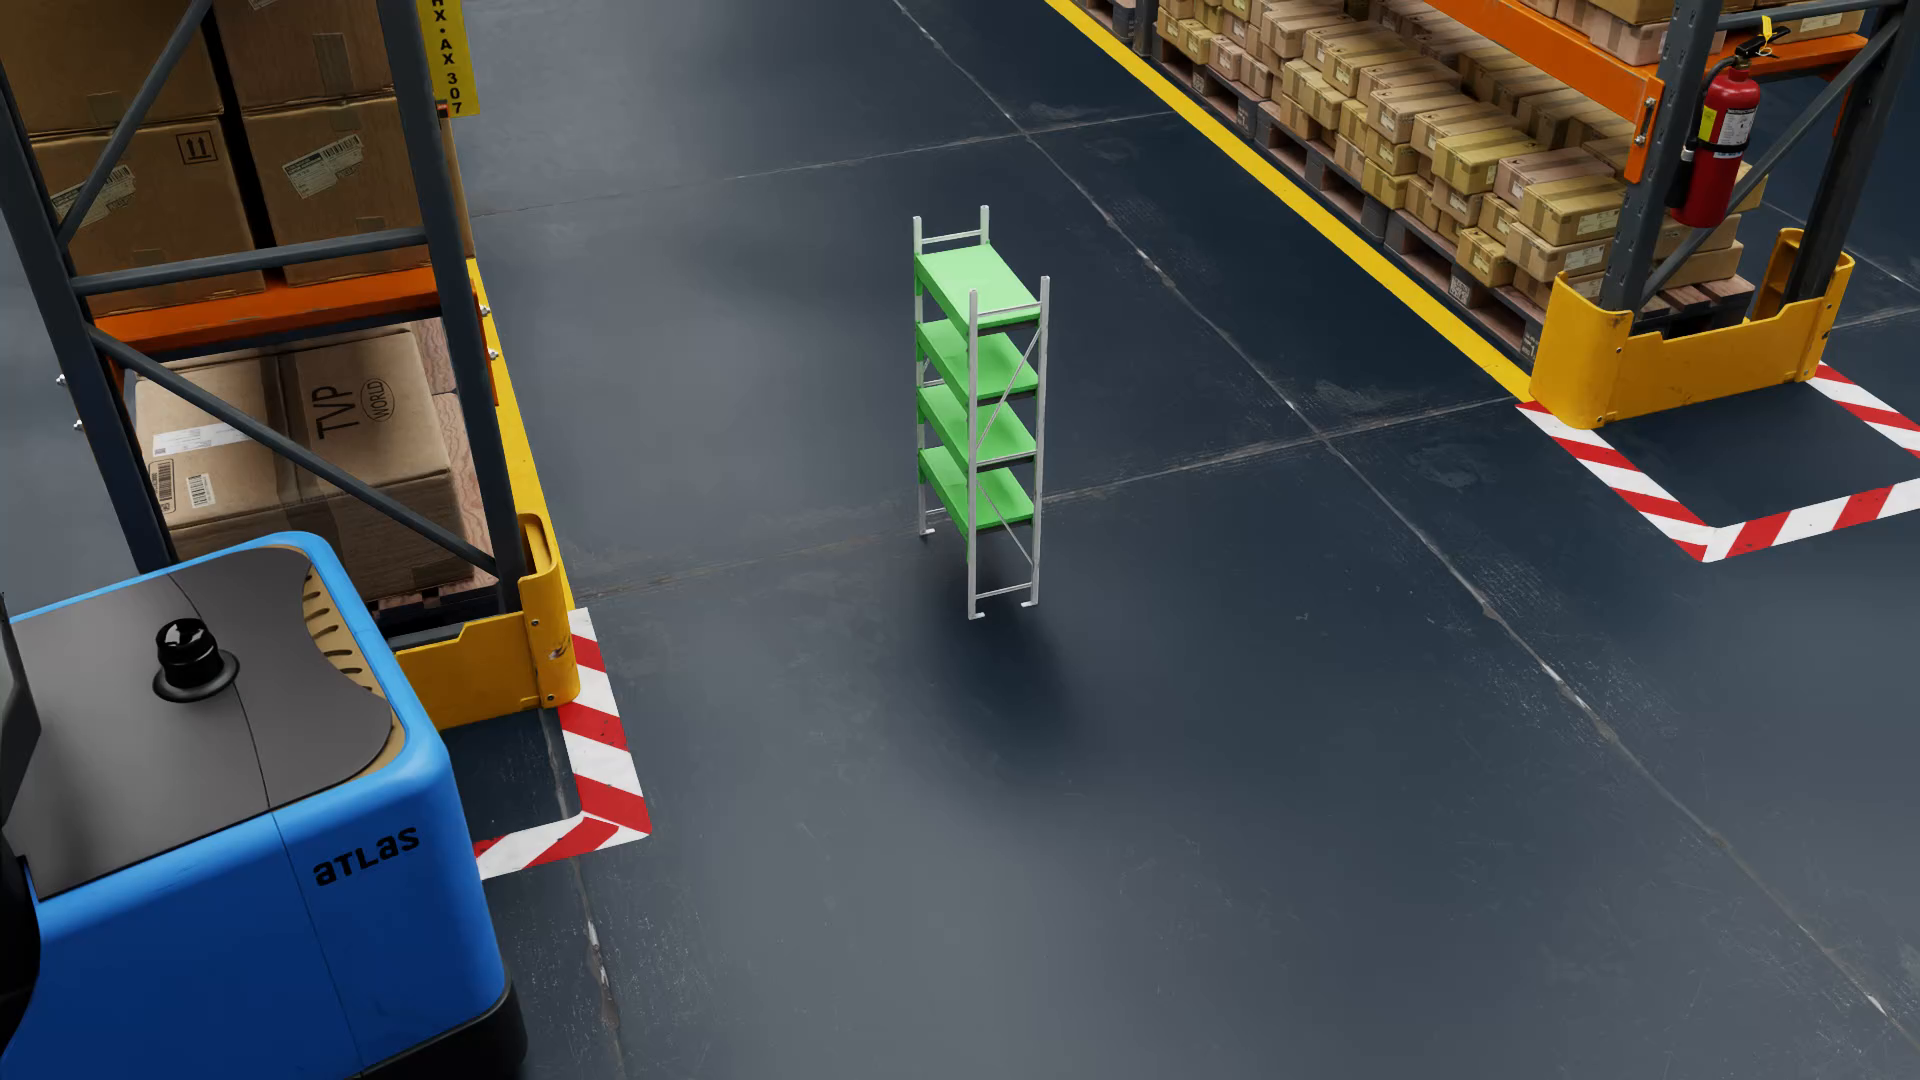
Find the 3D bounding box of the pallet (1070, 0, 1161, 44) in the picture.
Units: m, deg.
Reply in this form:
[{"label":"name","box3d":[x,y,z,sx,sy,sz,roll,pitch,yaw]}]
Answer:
[{"label":"pallet","box3d":[1.198,-3.365,10.041,1.003,0.211,1.213,-12,39,-16]}]

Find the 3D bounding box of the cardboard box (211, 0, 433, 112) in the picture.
[{"label":"cardboard box","box3d":[-1.667,-1.467,4.290,0.500,0.500,0.500,-13,39,-17]}]

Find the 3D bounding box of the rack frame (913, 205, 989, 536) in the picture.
[{"label":"rack frame","box3d":[-0.027,-0.524,5.448,0.240,1.200,0.015,-12,39,-16]}]

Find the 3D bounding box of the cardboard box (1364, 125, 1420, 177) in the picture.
[{"label":"cardboard box","box3d":[2.023,-1.749,7.352,0.380,0.149,0.250,-12,39,-15]}]

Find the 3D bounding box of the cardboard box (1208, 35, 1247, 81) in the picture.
[{"label":"cardboard box","box3d":[1.517,-2.516,8.617,0.380,0.149,0.250,-13,39,-16]}]

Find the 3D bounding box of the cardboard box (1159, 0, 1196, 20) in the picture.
[{"label":"cardboard box","box3d":[1.292,-2.916,8.901,0.380,0.149,0.250,-11,38,-14]}]

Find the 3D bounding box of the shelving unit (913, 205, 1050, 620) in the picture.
[{"label":"shelving unit","box3d":[0.057,-0.386,5.265,0.258,1.200,0.503,-12,39,-16]}]

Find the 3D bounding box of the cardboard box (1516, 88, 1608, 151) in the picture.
[{"label":"cardboard box","box3d":[2.645,-1.835,7.219,0.380,0.149,0.250,-14,39,-18]}]

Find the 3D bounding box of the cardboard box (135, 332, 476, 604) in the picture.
[{"label":"cardboard box","box3d":[-2.090,-0.194,5.295,0.875,0.438,0.875,-14,39,-17]}]

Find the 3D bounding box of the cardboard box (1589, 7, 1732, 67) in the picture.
[{"label":"cardboard box","box3d":[2.466,-1.805,5.861,0.380,0.149,0.250,-12,39,-16]}]

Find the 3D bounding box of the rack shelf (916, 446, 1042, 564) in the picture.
[{"label":"rack shelf","box3d":[0.057,-0.143,5.448,0.258,0.148,0.480,-12,39,-16]}]

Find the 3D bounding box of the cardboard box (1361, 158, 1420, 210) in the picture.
[{"label":"cardboard box","box3d":[2.029,-1.622,7.430,0.380,0.149,0.250,-14,39,-18]}]

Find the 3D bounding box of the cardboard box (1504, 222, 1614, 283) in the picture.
[{"label":"cardboard box","box3d":[2.394,-1.166,6.578,0.380,0.149,0.250,-13,39,-17]}]

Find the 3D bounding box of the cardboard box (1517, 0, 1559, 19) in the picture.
[{"label":"cardboard box","box3d":[2.315,-2.091,6.242,0.380,0.149,0.250,-13,39,-16]}]

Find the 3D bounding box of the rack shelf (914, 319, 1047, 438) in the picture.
[{"label":"rack shelf","box3d":[0.057,-0.526,5.159,0.258,0.148,0.480,-12,39,-16]}]

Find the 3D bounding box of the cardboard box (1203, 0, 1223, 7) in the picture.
[{"label":"cardboard box","box3d":[1.430,-2.900,8.633,0.380,0.149,0.250,-11,38,-14]}]

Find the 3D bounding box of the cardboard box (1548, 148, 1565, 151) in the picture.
[{"label":"cardboard box","box3d":[2.710,-1.730,7.327,0.380,0.149,0.250,-11,38,-15]}]

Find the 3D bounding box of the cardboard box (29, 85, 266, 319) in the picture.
[{"label":"cardboard box","box3d":[-2.184,-0.955,4.441,0.500,0.500,0.500,-12,39,-16]}]

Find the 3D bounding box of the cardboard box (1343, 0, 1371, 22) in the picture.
[{"label":"cardboard box","box3d":[2.068,-2.720,8.394,0.380,0.149,0.250,-11,38,-14]}]

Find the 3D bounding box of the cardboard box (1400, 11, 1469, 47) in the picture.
[{"label":"cardboard box","box3d":[2.352,-2.437,8.018,0.380,0.149,0.250,-14,39,-18]}]

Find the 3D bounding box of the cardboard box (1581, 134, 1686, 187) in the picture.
[{"label":"cardboard box","box3d":[2.775,-1.543,6.831,0.380,0.149,0.250,-12,39,-15]}]

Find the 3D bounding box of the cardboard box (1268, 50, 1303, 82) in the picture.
[{"label":"cardboard box","box3d":[1.743,-2.348,8.147,0.380,0.149,0.250,-11,38,-14]}]

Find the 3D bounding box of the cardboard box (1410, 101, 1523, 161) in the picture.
[{"label":"cardboard box","box3d":[2.153,-1.726,7.074,0.380,0.149,0.250,-14,39,-18]}]

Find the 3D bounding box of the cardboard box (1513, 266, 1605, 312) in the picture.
[{"label":"cardboard box","box3d":[2.467,-1.062,6.688,0.380,0.149,0.250,-12,39,-15]}]

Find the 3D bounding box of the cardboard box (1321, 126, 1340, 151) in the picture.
[{"label":"cardboard box","box3d":[1.938,-1.939,7.851,0.380,0.149,0.250,-11,38,-15]}]

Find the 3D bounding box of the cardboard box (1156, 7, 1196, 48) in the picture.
[{"label":"cardboard box","box3d":[1.291,-2.796,8.989,0.380,0.149,0.250,-14,39,-18]}]

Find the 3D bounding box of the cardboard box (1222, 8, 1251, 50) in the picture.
[{"label":"cardboard box","box3d":[1.581,-2.661,8.563,0.380,0.149,0.250,-13,39,-16]}]

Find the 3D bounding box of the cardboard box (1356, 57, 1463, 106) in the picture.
[{"label":"cardboard box","box3d":[2.022,-2.038,7.488,0.380,0.149,0.250,-14,39,-17]}]

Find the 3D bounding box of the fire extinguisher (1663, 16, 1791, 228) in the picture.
[{"label":"fire extinguisher","box3d":[2.497,-1.361,5.439,0.296,0.674,0.183,-12,39,-16]}]

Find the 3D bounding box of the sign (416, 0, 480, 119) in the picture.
[{"label":"sign","box3d":[-1.246,-1.186,4.046,0.100,0.325,0.005,-12,39,-16]}]

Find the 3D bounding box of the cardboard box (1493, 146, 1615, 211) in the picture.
[{"label":"cardboard box","box3d":[2.391,-1.446,6.703,0.380,0.149,0.250,-12,39,-15]}]

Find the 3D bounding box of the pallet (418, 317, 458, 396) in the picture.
[{"label":"pallet","box3d":[-2.534,-0.707,6.513,1.003,0.211,1.213,-12,39,-16]}]

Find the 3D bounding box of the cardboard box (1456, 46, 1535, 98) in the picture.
[{"label":"cardboard box","box3d":[2.511,-2.152,7.639,0.380,0.149,0.250,-12,39,-15]}]

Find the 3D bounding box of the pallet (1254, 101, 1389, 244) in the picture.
[{"label":"pallet","box3d":[2.155,-1.863,8.047,1.003,0.211,1.213,-12,39,-16]}]

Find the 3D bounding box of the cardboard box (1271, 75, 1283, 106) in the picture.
[{"label":"cardboard box","box3d":[1.777,-2.238,8.248,0.380,0.149,0.250,-14,39,-18]}]

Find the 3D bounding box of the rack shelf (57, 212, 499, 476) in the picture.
[{"label":"rack shelf","box3d":[-2.457,-1.540,5.899,1.077,0.370,4.000,-12,39,-16]}]

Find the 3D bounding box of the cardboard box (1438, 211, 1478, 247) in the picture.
[{"label":"cardboard box","box3d":[2.273,-1.354,7.075,0.380,0.149,0.250,-13,39,-16]}]

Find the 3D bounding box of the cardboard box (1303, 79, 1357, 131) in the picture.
[{"label":"cardboard box","box3d":[1.832,-2.048,7.749,0.380,0.149,0.250,-12,39,-15]}]

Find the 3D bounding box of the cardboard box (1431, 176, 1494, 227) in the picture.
[{"label":"cardboard box","box3d":[2.214,-1.459,6.967,0.380,0.149,0.250,-14,39,-18]}]

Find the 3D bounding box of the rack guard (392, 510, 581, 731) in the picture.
[{"label":"rack guard","box3d":[-1.761,0.315,4.917,1.175,0.500,0.348,-12,39,-16]}]

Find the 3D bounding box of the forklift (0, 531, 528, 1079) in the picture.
[{"label":"forklift","box3d":[-2.556,0.366,2.828,3.031,2.935,1.130,-21,42,-26]}]

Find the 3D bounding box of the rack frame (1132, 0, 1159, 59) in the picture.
[{"label":"rack frame","box3d":[1.467,-4.039,8.619,1.000,3.000,0.127,-12,39,-16]}]

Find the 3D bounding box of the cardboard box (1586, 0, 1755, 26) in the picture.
[{"label":"cardboard box","box3d":[2.448,-2.139,5.766,0.500,0.500,0.500,-12,39,-15]}]

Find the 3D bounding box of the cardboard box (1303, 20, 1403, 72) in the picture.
[{"label":"cardboard box","box3d":[1.857,-2.327,7.873,0.380,0.149,0.250,-14,39,-18]}]

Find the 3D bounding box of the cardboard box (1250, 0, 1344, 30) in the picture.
[{"label":"cardboard box","box3d":[1.675,-2.625,8.268,0.380,0.149,0.250,-13,39,-17]}]
